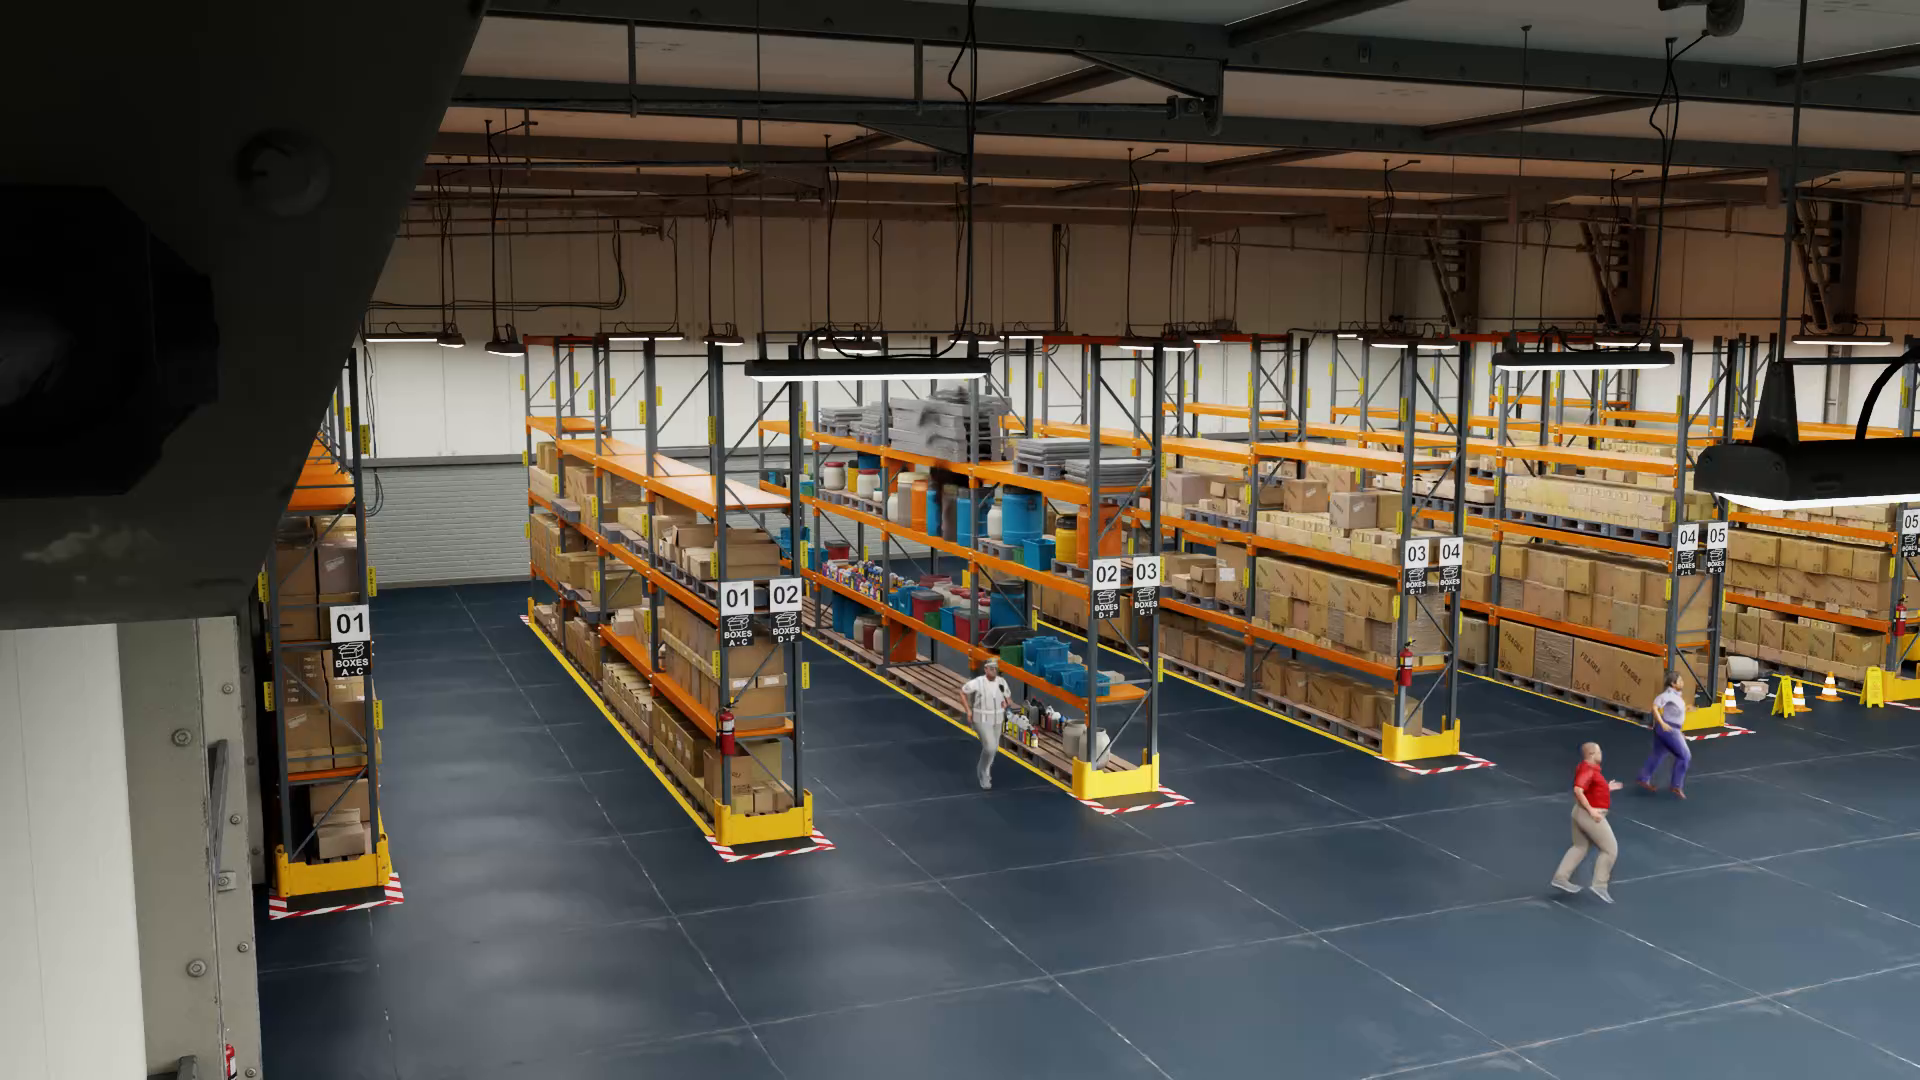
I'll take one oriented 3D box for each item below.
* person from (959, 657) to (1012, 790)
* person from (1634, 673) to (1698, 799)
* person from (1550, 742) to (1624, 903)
[{"bbox_3d":[0.407,2.474,22.539,0.645,1.812,0.699,-4,9,-30],"label":"person"},{"bbox_3d":[9.421,2.603,22.163,0.746,1.718,0.573,2,8,16],"label":"person"},{"bbox_3d":[6.878,3.088,18.157,0.741,1.800,0.640,0,8,1],"label":"person"}]
